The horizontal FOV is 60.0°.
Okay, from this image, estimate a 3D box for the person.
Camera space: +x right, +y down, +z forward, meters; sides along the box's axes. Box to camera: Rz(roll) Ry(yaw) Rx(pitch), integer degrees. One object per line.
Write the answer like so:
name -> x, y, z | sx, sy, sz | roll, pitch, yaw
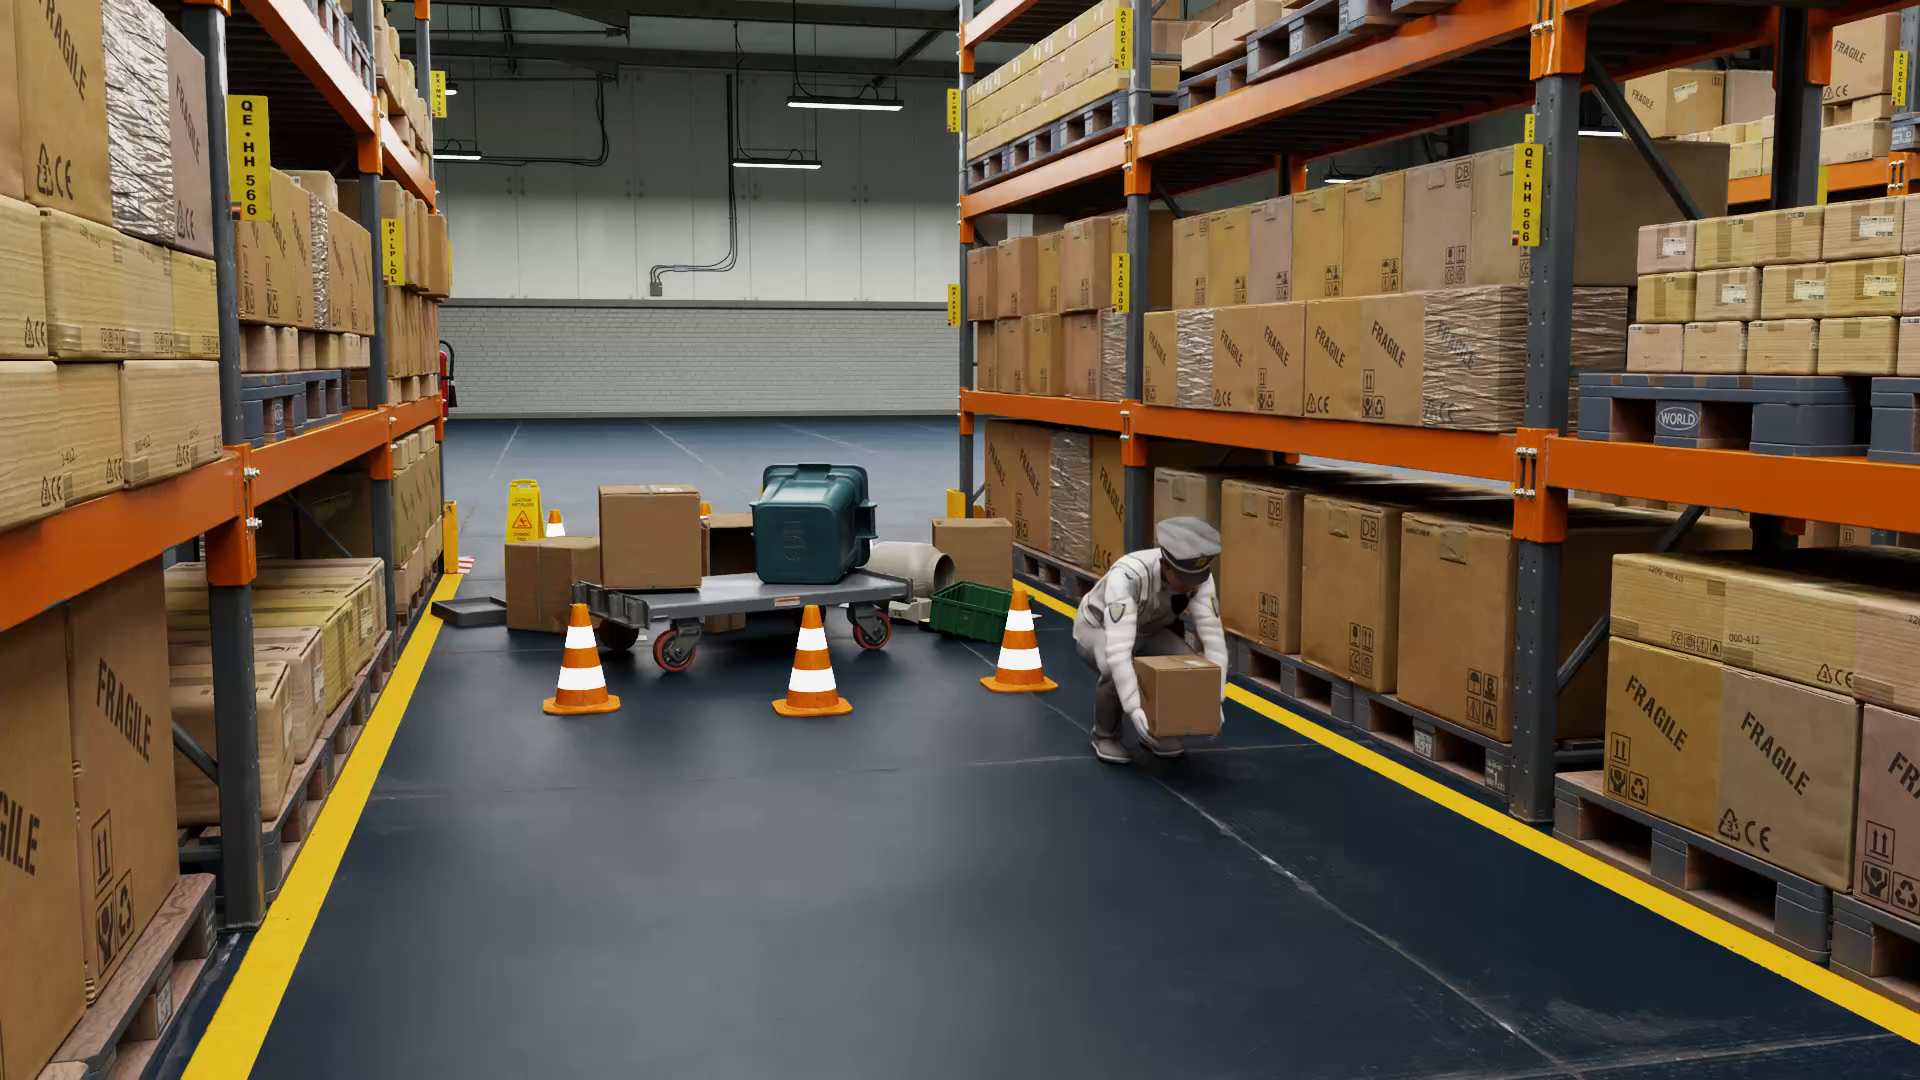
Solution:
person -> 0.735, 0.377, 6.440 | 0.488, 0.975, 0.820 | -2, 6, -14
